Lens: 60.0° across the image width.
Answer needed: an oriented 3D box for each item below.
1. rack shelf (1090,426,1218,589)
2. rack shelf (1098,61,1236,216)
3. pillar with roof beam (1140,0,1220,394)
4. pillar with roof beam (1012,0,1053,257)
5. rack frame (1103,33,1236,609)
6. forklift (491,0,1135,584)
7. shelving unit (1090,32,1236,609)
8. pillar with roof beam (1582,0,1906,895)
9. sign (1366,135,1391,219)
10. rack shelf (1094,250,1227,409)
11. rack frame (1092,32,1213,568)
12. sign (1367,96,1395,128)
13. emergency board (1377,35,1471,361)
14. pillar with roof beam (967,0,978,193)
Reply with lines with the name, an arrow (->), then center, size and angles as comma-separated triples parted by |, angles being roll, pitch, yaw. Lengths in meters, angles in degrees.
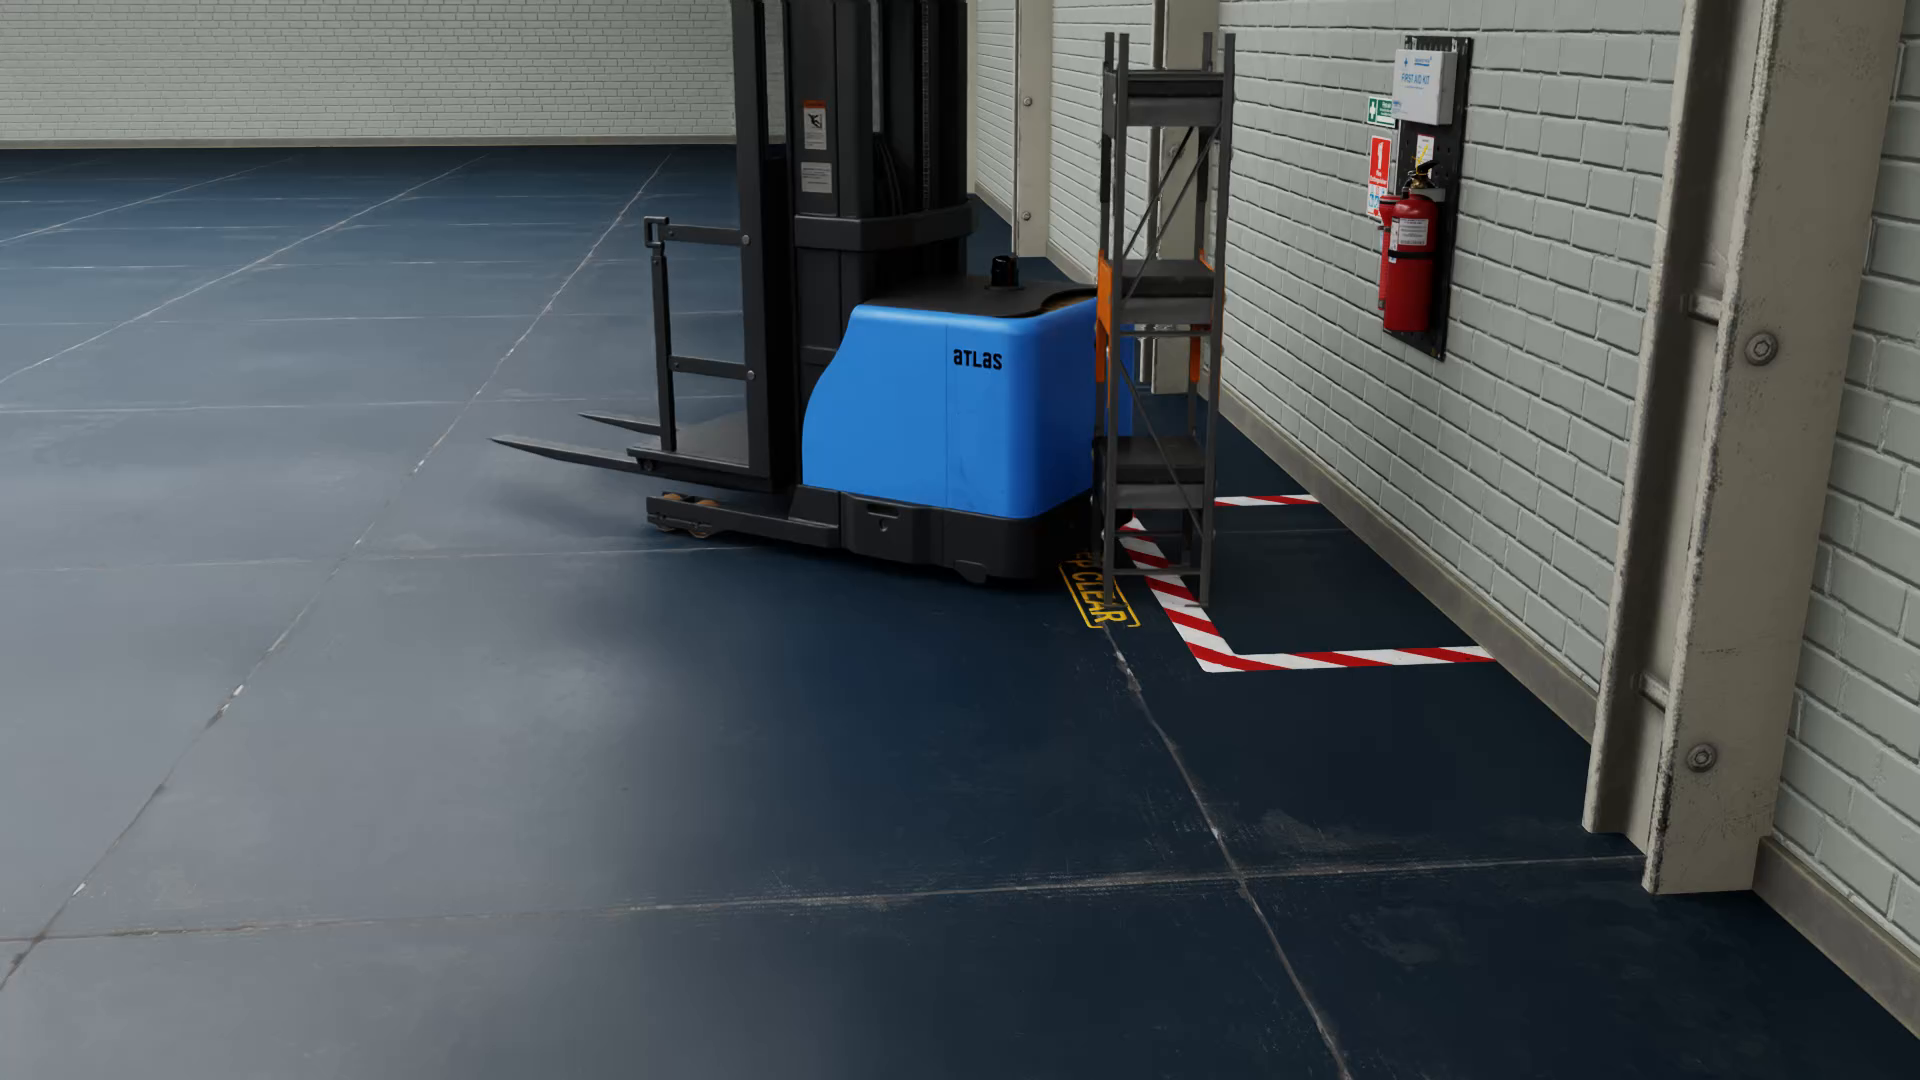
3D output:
rack shelf -> 0.744, -0.135, 6.482 | 0.431, 0.518, 0.480 | 0, 17, -1
rack shelf -> 0.744, -1.470, 6.063 | 0.431, 0.518, 0.480 | 0, 17, -1
pillar with roof beam -> -2.991, -5.101, 8.400 | 9.100, 9.000, 0.400 | -2, 18, -6
pillar with roof beam -> -3.610, -6.888, 14.094 | 9.100, 9.000, 0.400 | -2, 18, -6
rack frame -> 0.748, -0.742, 6.036 | 0.400, 2.100, 0.015 | 0, 17, -1
forklift -> -0.783, -1.530, 7.157 | 3.031, 2.935, 1.130 | 10, 20, 29
shelving unit -> 0.744, -0.815, 6.269 | 0.431, 2.100, 0.503 | 0, 17, -1
pillar with roof beam -> -2.372, -3.313, 2.706 | 9.100, 9.000, 0.400 | -2, 18, -6
sign -> 1.739, -1.506, 6.907 | 0.001, 0.329, 0.234 | -2, 18, -6
rack shelf -> 0.744, -0.802, 6.273 | 0.431, 0.518, 0.480 | 0, 17, -1
rack frame -> 0.740, -0.888, 6.501 | 0.400, 2.100, 0.015 | 0, 17, -1
sign -> 1.730, -1.757, 6.822 | 0.001, 0.109, 0.331 | -2, 18, -6
emergency board -> 1.693, -1.321, 6.377 | 0.194, 1.169, 0.643 | -2, 18, -6
pillar with roof beam -> -4.229, -8.676, 19.788 | 9.100, 9.000, 0.400 | -2, 18, -6
